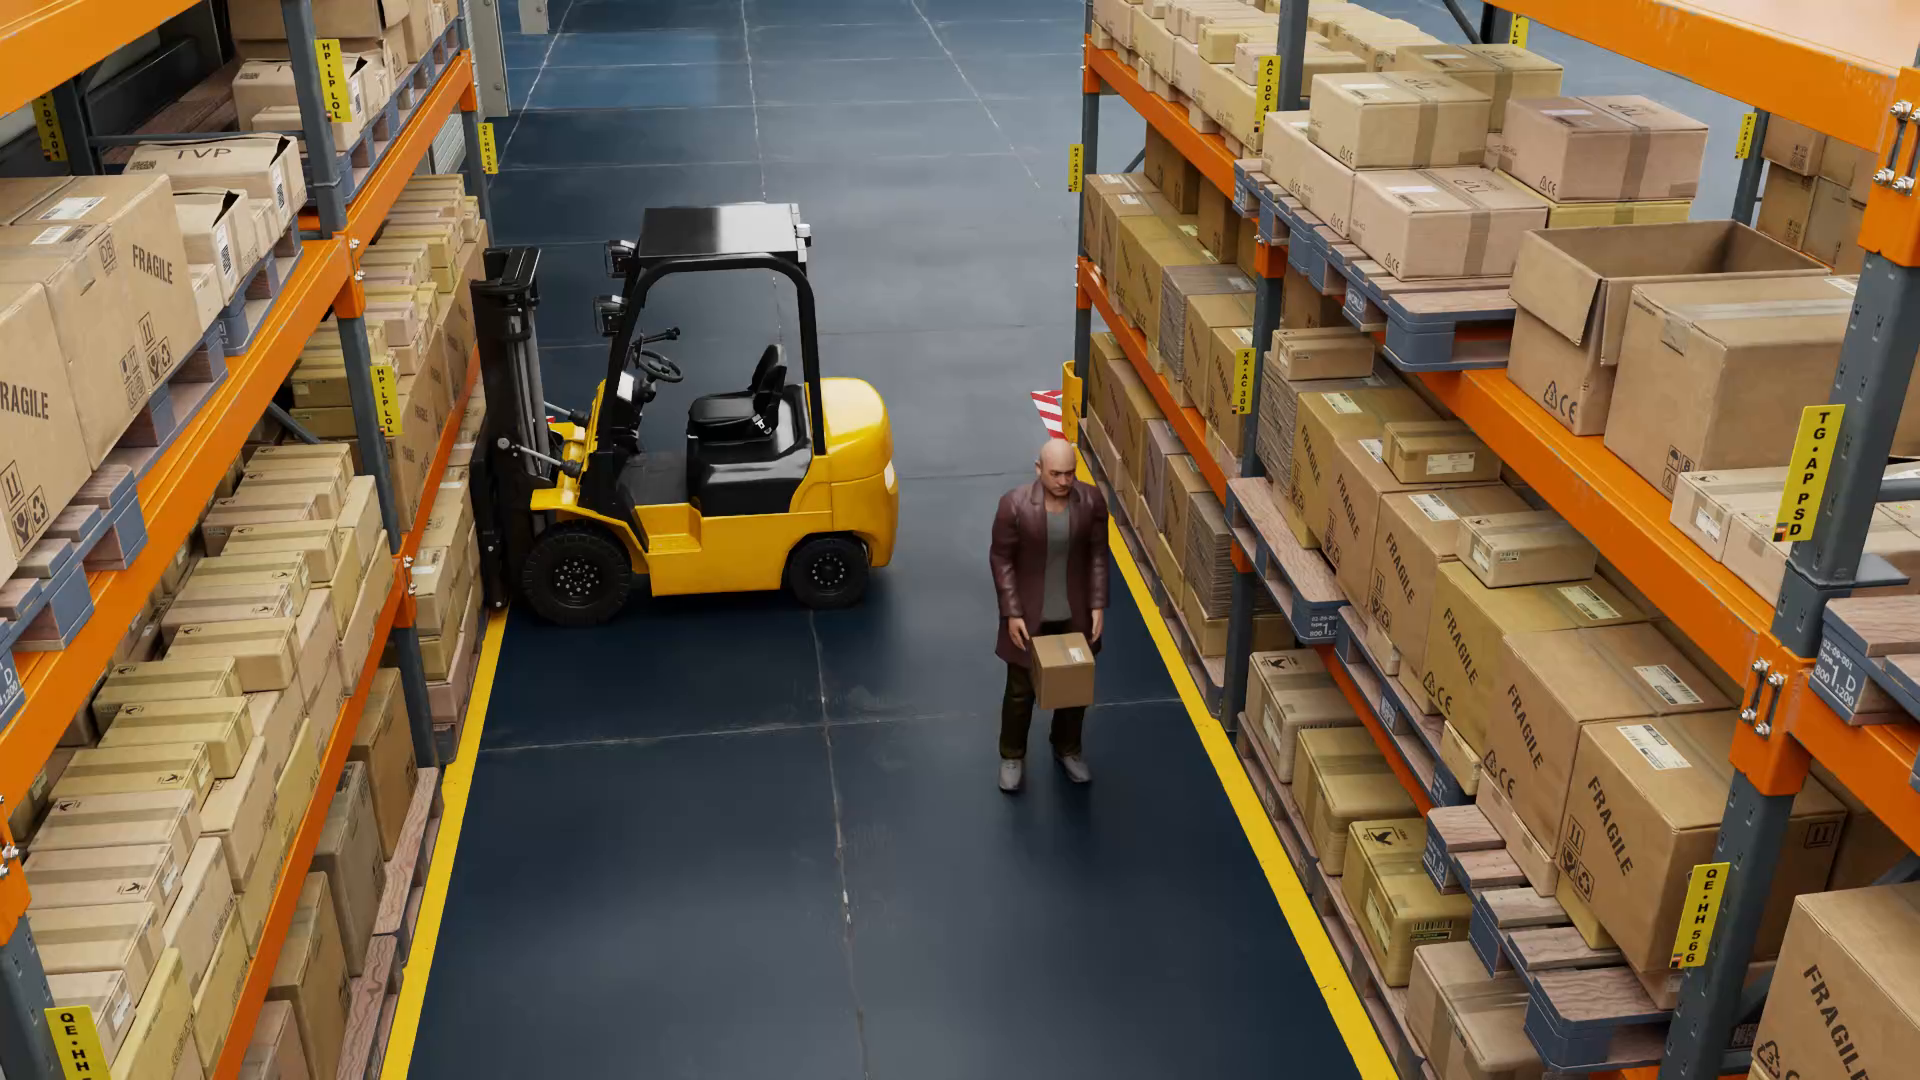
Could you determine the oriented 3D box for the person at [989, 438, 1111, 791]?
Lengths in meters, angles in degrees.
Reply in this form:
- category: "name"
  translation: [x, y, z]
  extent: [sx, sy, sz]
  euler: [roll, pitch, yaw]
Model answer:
- category: "person"
  translation: [0.434, 0.345, 7.944]
  extent: [0.583, 1.780, 0.424]
  euler: [-5, 27, -9]
